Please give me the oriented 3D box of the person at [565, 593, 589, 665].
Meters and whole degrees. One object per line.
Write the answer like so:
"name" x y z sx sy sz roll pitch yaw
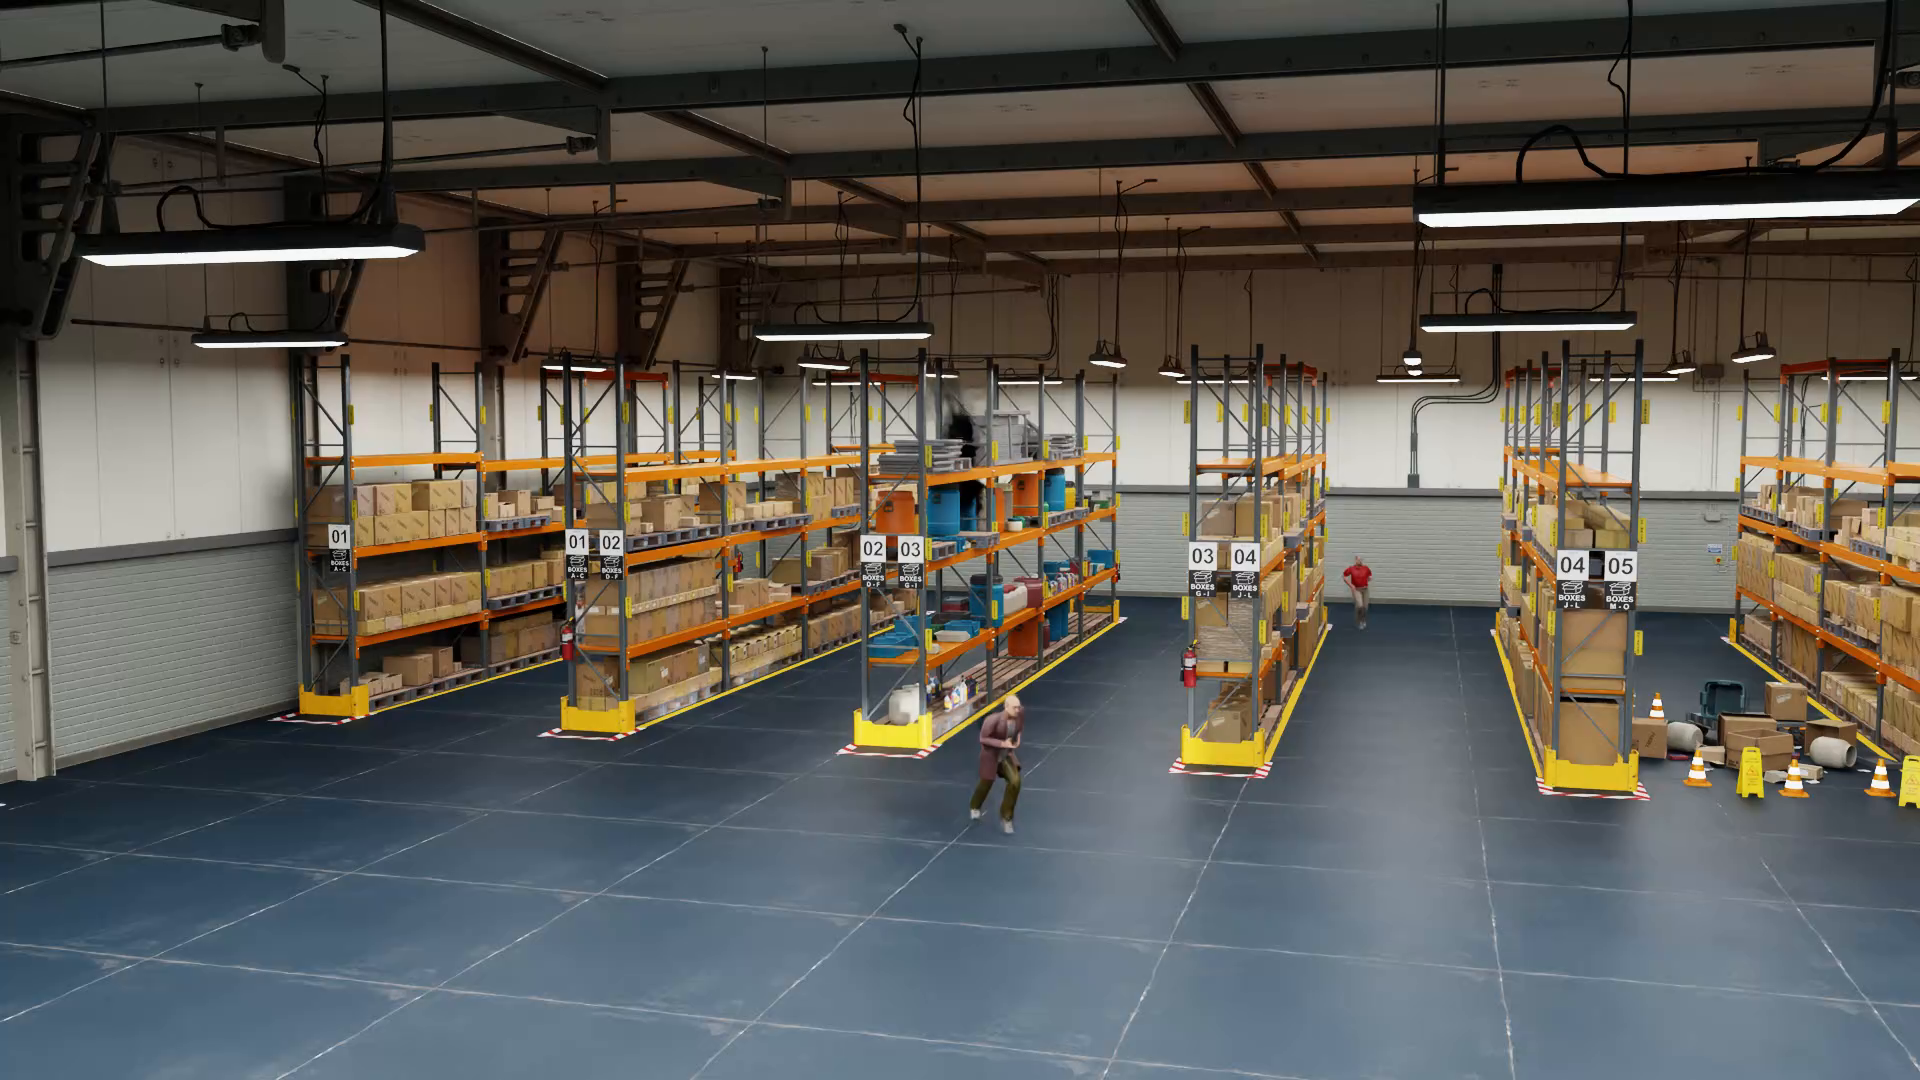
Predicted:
"person" -7.161 1.816 31.439 0.615 1.690 0.910 0 4 -3

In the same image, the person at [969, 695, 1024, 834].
"person" 0.446 2.688 20.139 0.752 1.731 1.072 -3 5 -32

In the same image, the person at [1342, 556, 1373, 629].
"person" 9.363 1.248 38.980 0.660 1.765 0.725 -1 4 -9
